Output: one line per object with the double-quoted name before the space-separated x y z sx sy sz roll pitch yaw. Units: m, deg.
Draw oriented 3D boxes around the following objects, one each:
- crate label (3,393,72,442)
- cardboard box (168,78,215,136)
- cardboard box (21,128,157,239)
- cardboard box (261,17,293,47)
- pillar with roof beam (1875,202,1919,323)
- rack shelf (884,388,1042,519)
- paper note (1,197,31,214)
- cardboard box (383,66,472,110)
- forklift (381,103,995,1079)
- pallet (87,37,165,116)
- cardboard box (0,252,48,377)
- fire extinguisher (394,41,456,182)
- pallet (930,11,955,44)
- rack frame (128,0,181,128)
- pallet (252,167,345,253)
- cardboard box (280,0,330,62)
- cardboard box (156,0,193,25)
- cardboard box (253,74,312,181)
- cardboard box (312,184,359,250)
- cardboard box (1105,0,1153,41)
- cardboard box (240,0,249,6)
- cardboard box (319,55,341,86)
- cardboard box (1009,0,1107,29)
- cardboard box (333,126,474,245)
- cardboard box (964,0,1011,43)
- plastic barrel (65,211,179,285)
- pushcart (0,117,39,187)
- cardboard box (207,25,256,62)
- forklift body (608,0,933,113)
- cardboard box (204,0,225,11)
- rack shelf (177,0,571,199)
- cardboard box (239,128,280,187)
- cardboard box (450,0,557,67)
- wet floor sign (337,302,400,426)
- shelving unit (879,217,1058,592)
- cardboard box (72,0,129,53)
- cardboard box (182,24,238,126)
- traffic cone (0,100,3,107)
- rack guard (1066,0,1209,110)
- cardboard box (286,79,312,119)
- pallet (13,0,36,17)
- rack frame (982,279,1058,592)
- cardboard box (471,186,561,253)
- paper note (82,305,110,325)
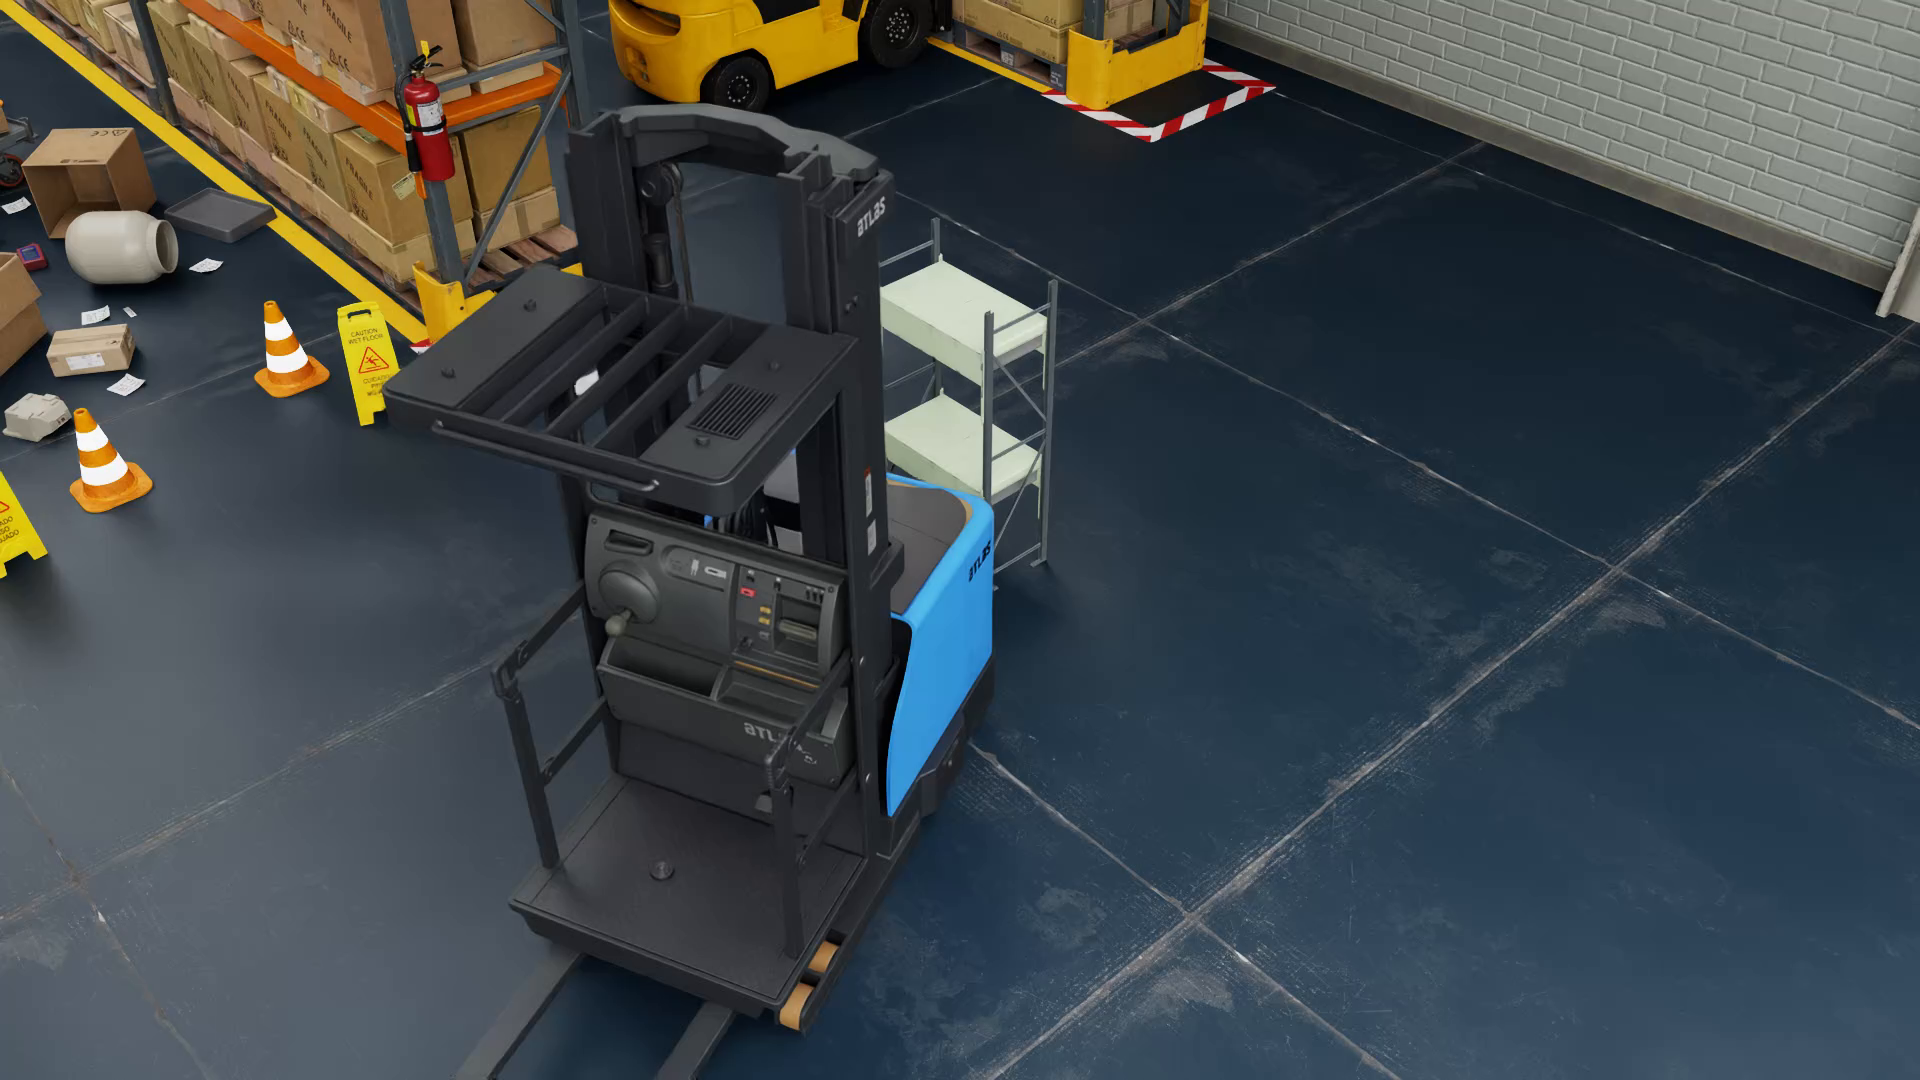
"crate label" -4.799 -0.649 8.652 0.298 0.136 0.250 11 40 13
"cardboard box" -4.898 -2.960 11.090 0.500 0.250 0.500 32 49 33
"cardboard box" -5.376 -2.209 10.293 0.500 0.500 0.500 -2 39 -2
"cardboard box" -3.720 -2.950 9.423 0.380 0.149 0.250 -30 48 -32
"pillar with roof beam" 2.340 -2.947 4.445 9.100 9.000 0.400 -30 48 -32
"rack shelf" 0.005 -0.327 7.688 0.431 0.370 0.720 -30 48 -32
"paper note" -5.997 -2.129 10.570 0.148 0.019 0.142 -30 48 -32
"cardboard box" -2.804 -2.388 8.727 0.380 0.149 0.250 -28 47 -30
"forklift" -0.905 0.266 5.296 1.130 2.935 3.031 15 41 18
"pallet" -5.626 -3.529 12.160 1.003 0.211 1.213 -30 48 -32
"cardboard box" -5.446 -1.169 9.005 0.637 0.503 0.797 5 39 6
"fire extinguisher" -2.655 -2.124 8.262 0.296 0.674 0.183 -30 48 -32
"pallet" -0.109 -4.330 13.151 1.003 0.211 1.213 -30 48 -32
"rack frame" -5.099 -4.254 10.838 1.000 3.000 0.127 -30 48 -32
"pallet" -3.789 -2.309 10.649 1.003 0.211 1.213 -30 48 -32
"cardboard box" -3.299 -2.926 8.877 0.500 0.500 0.500 -30 48 -32
"cardboard box" -4.858 -3.421 10.547 0.380 0.149 0.250 -29 47 -31
"cardboard box" -3.819 -2.525 9.954 0.500 0.500 0.500 -31 48 -33
"cardboard box" -3.483 -2.000 9.901 0.500 0.250 0.500 -30 48 -32
"cardboard box" 1.072 -3.918 12.276 0.500 0.250 0.500 -30 48 -32
"cardboard box" -3.963 -3.401 9.465 0.500 0.500 0.500 -29 47 -31
"cardboard box" -3.214 -2.585 8.972 0.380 0.149 0.250 -31 48 -32
"cardboard box" 0.701 -3.895 11.849 0.500 0.250 0.500 -31 48 -32
"cardboard box" -3.127 -2.049 9.364 0.500 0.500 0.500 -30 47 -31
"cardboard box" 0.381 -3.925 12.285 0.500 0.250 0.500 -30 48 -32
"plastic barrel" -4.905 -1.713 9.742 0.512 0.421 0.421 -2 39 -2
"pushcart" -6.744 -2.242 10.434 0.936 0.377 1.648 18 42 21
"cardboard box" -4.325 -3.061 10.101 0.380 0.149 0.250 -27 46 -29
"forklift body" -1.366 -4.286 11.553 2.313 2.155 1.214 -30 48 -32
"cardboard box" -4.264 -3.279 9.830 0.380 0.149 0.250 -30 48 -32
"rack shelf" -3.746 -3.049 9.918 1.077 0.370 4.000 -30 48 -32
"cardboard box" -4.168 -2.474 10.487 0.500 0.250 0.500 -31 48 -32
"cardboard box" -2.509 -2.895 8.838 0.500 0.500 0.500 -31 48 -32
"wet floor sign" -3.053 -0.945 8.614 0.267 0.644 0.232 -15 41 -17
"shelving unit" 0.005 -0.580 7.483 0.431 1.500 0.755 -30 48 -32
"cardboard box" -5.944 -3.968 12.241 0.950 0.372 0.625 -27 46 -29
"cardboard box" -4.528 -3.009 10.554 0.500 0.500 0.500 -28 47 -30
"traffic cone" -6.968 -3.246 11.609 0.336 0.463 0.334 -30 48 -32
"rack guard" 1.277 -3.531 11.932 1.175 0.500 0.348 -30 48 -32
"cardboard box" -3.593 -2.560 9.481 0.380 0.149 0.250 -29 47 -31
"pallet" -7.277 -4.659 13.558 1.003 0.211 1.213 -30 48 -32
"rack frame" 0.252 -0.411 7.273 0.400 1.500 0.023 -30 48 -32
"cardboard box" -2.735 -1.988 9.886 0.500 0.250 0.500 -30 48 -32
"paper note" -4.963 -1.292 9.542 0.148 0.019 0.142 -15 41 -17
